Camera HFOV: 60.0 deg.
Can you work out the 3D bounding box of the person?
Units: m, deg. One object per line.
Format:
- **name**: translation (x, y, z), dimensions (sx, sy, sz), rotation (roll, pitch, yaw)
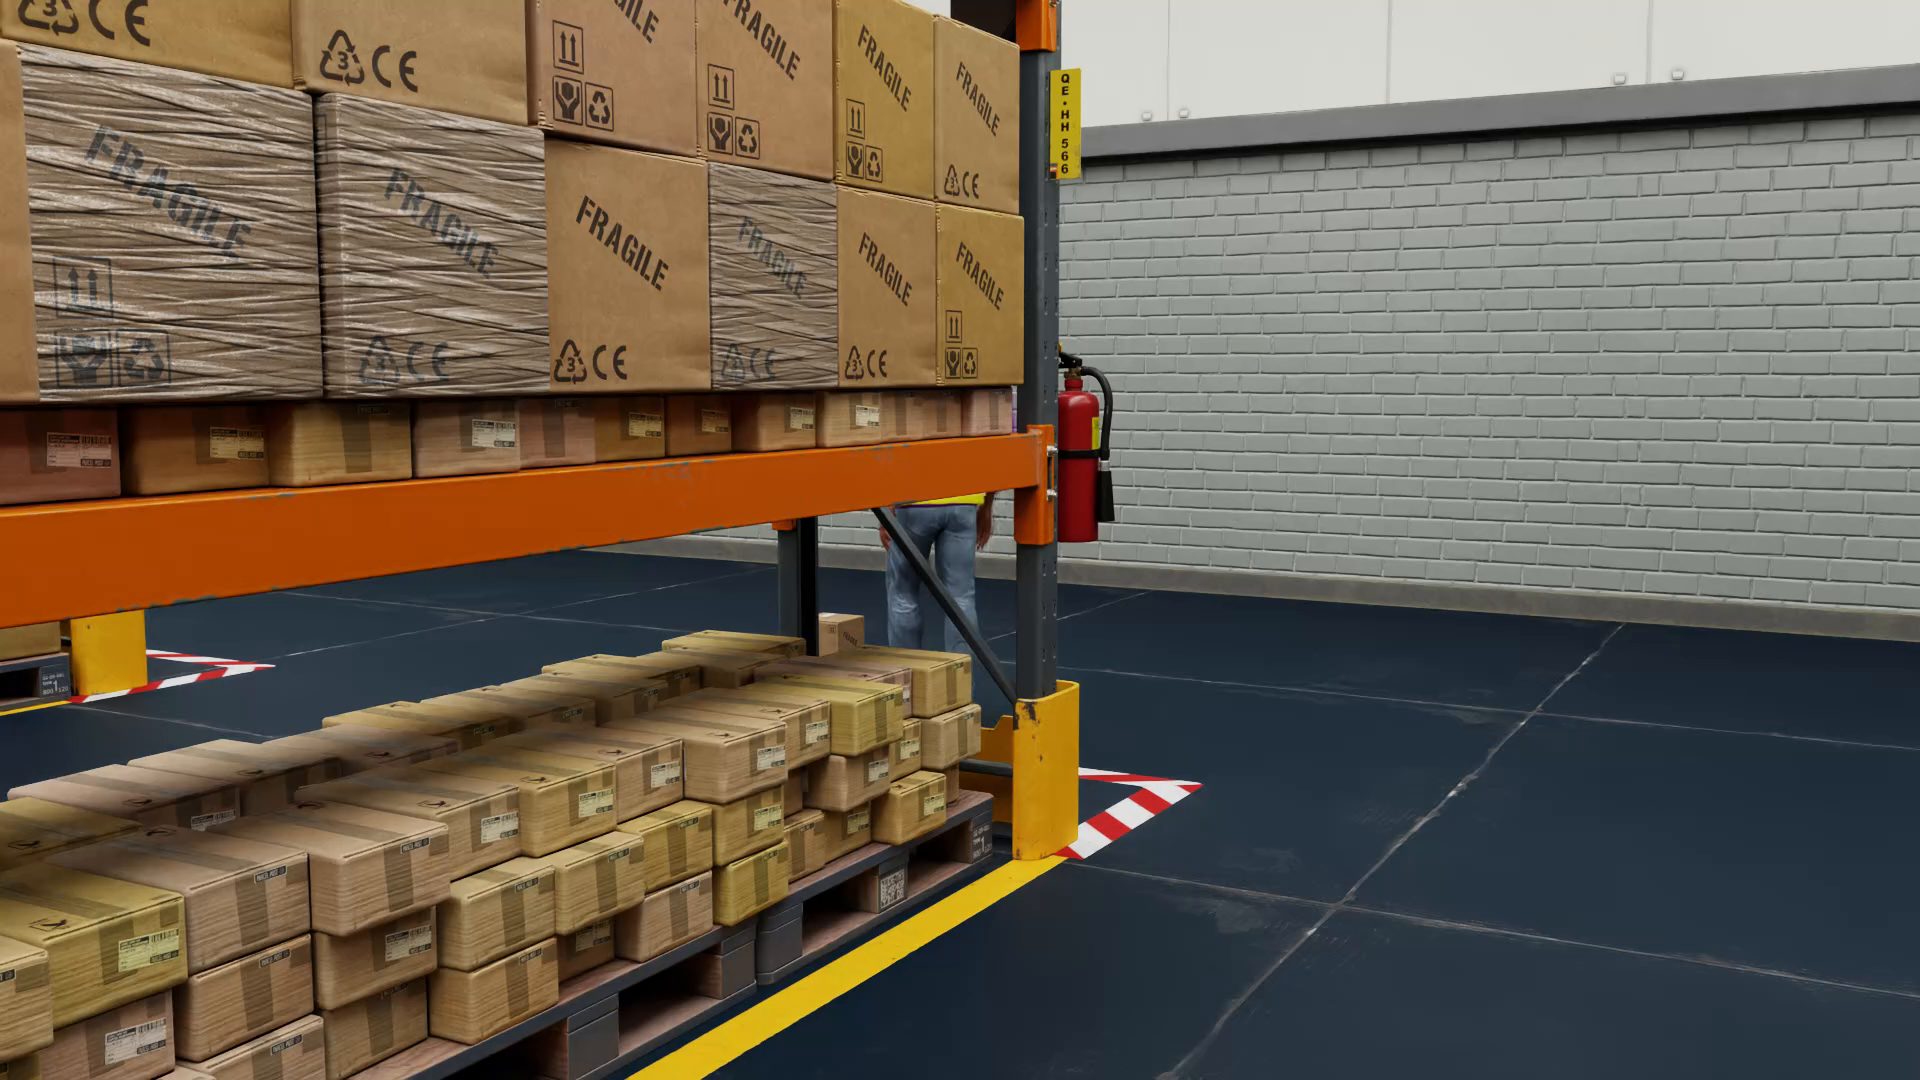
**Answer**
- **person**: translation (-0.098, -0.116, 7.255), dimensions (0.615, 1.784, 0.695), rotation (-2, 6, -20)
